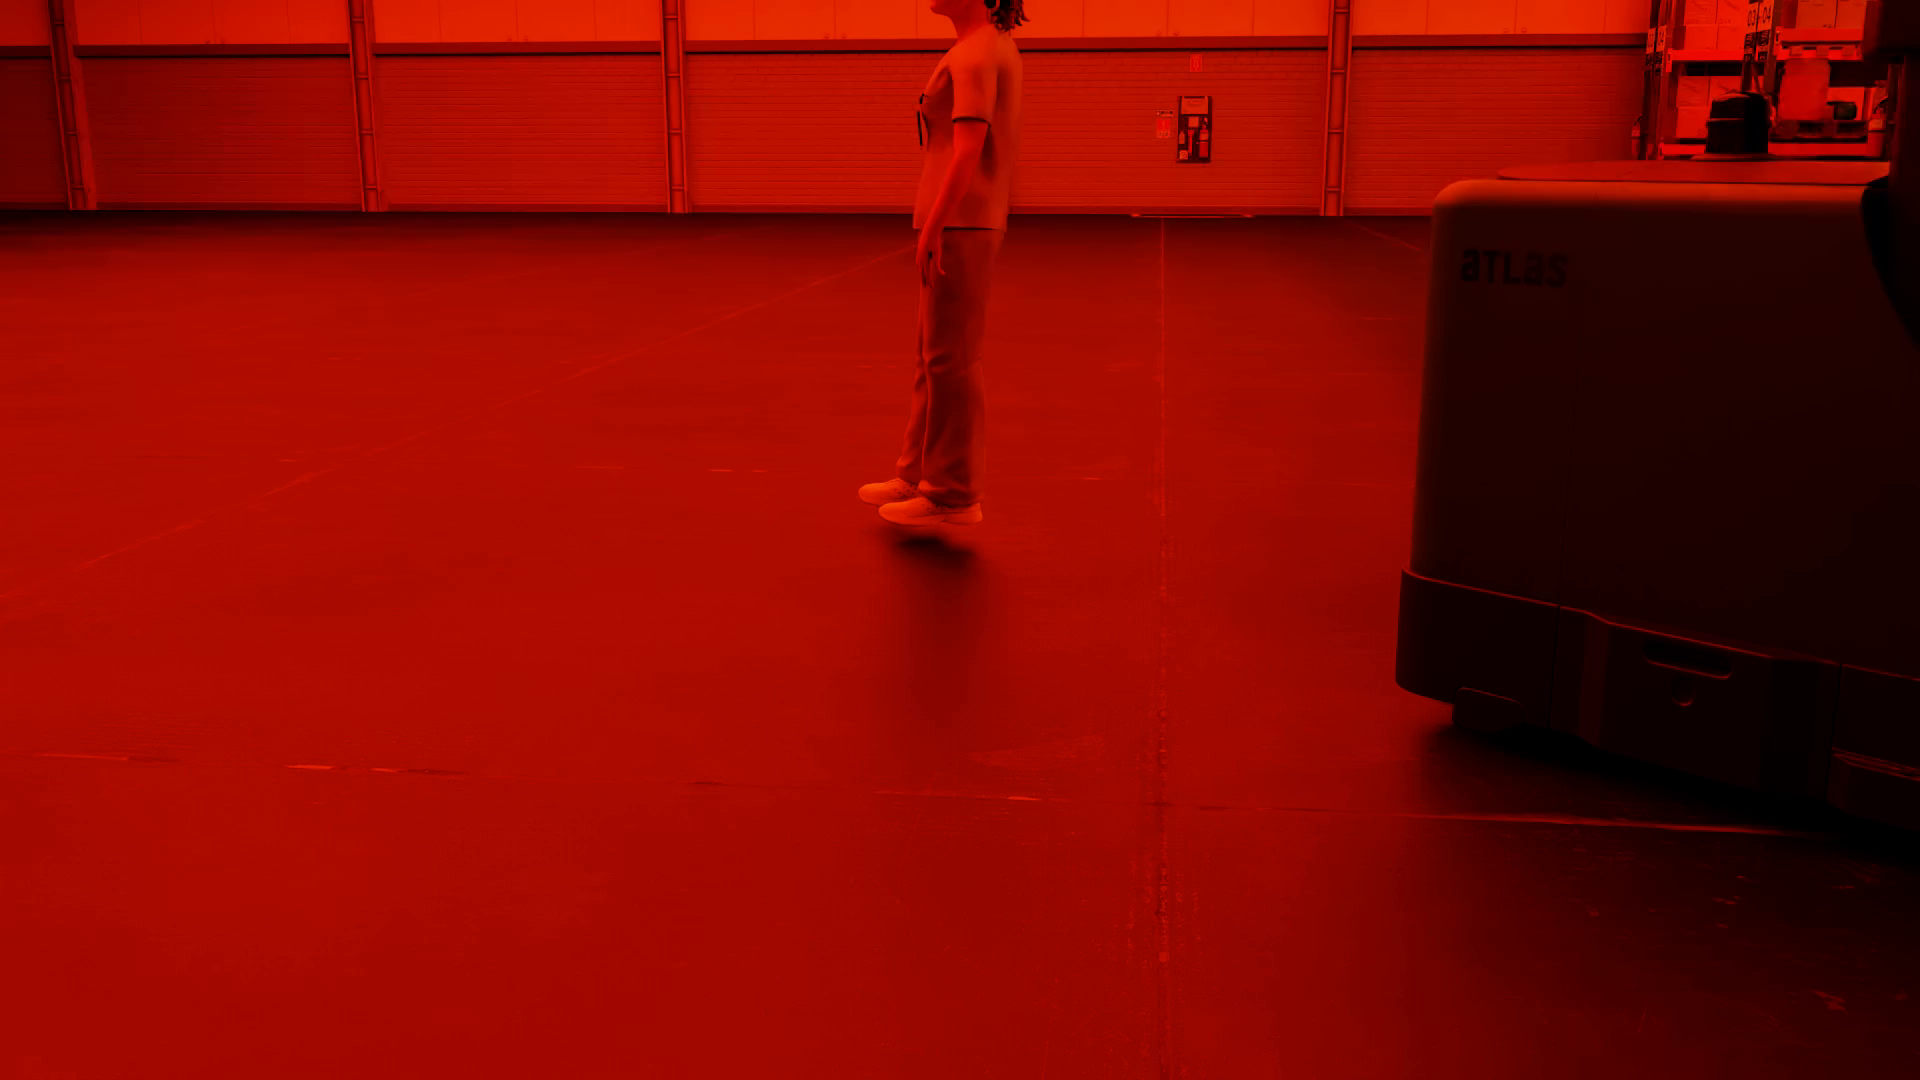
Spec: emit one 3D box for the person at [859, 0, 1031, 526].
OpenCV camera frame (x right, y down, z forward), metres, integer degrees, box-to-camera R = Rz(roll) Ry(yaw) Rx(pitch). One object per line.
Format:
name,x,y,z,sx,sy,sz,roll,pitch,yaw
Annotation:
person,-0.072,-0.867,4.767,0.548,1.674,0.548,2,13,7

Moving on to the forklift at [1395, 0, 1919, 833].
forklift,2.262,-0.896,2.341,1.130,2.935,3.031,-12,18,-42
